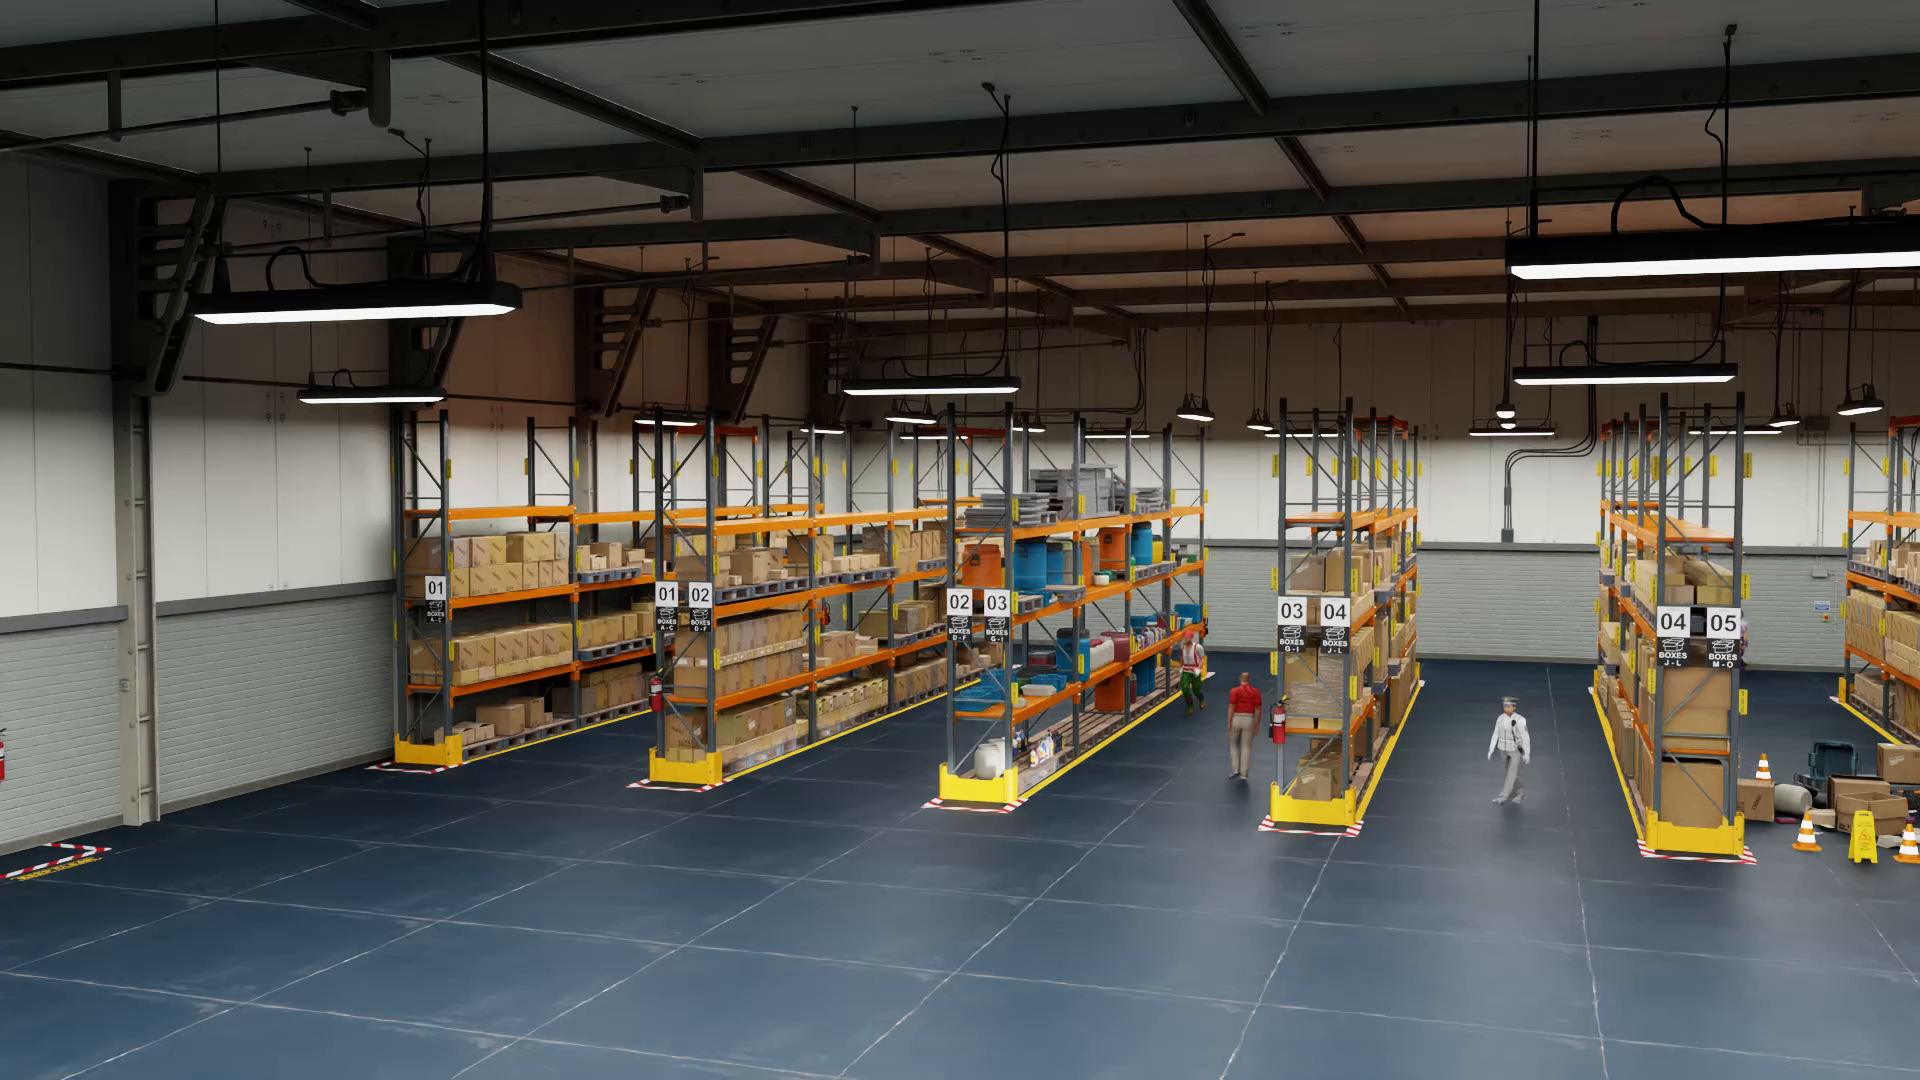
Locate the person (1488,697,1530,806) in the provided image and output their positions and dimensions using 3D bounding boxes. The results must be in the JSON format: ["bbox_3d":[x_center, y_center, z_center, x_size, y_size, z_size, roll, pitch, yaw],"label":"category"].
[{"bbox_3d":[8.071,3.119,24.546,1.049,1.616,0.514,-2,3,-35],"label":"person"}]

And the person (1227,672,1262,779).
[{"bbox_3d":[4.592,3.022,26.835,0.545,1.784,0.600,0,2,10],"label":"person"}]

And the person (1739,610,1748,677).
[{"bbox_3d":[18.685,2.470,39.834,0.659,1.614,0.486,-1,3,-21],"label":"person"}]

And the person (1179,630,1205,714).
[{"bbox_3d":[4.762,2.692,34.166,0.589,1.699,0.793,1,3,28],"label":"person"}]
